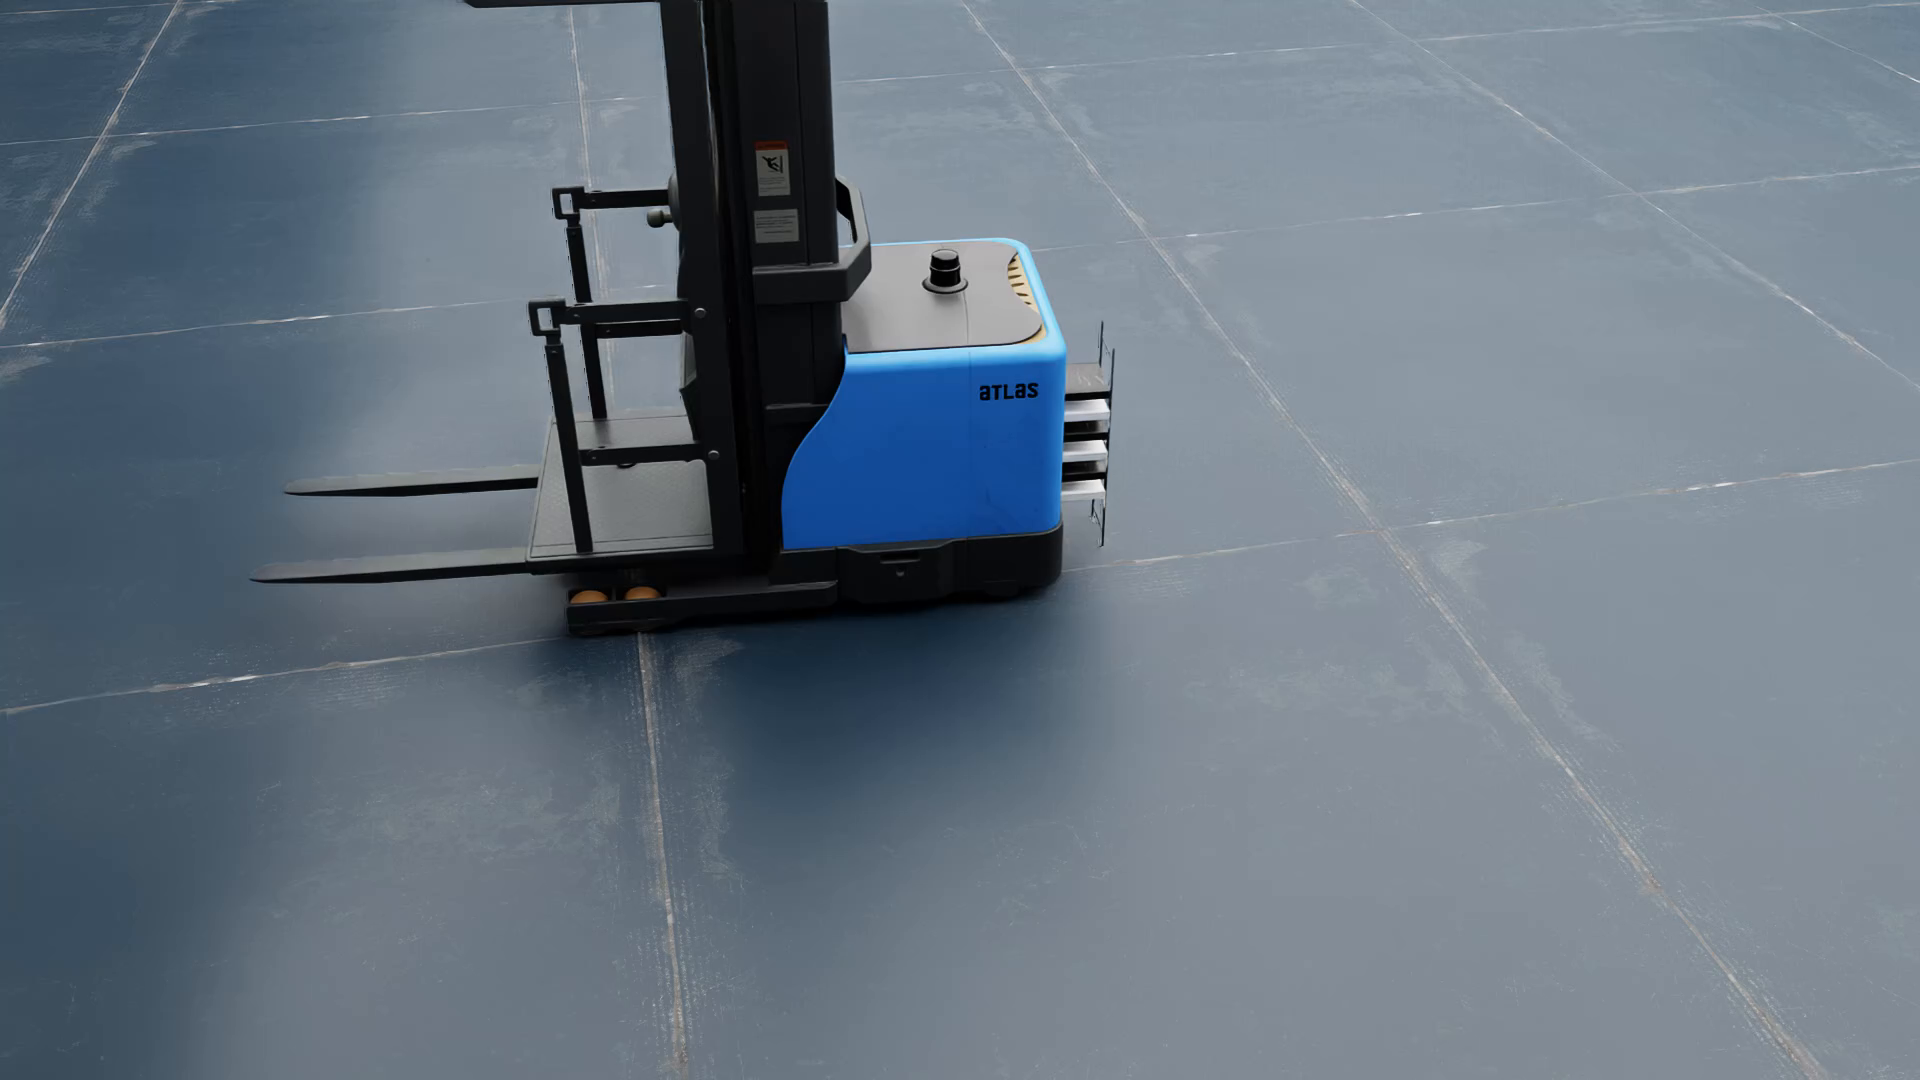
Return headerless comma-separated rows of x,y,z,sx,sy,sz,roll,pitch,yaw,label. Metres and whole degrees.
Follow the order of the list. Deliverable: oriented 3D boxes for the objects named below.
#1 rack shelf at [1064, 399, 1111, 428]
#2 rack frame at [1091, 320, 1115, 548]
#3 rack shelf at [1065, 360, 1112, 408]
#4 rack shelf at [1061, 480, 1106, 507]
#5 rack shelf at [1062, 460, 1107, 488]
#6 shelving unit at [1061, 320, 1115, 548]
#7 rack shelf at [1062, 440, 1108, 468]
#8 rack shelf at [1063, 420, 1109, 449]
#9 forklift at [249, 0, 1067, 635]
0.460,-0.522,6.458,0.200,0.077,0.258,-4,34,-6,rack shelf
0.561,-0.408,6.550,0.006,0.900,0.240,-4,34,-6,rack frame
0.460,-0.597,6.408,0.200,0.077,0.258,-4,34,-6,rack shelf
0.460,-0.224,6.658,0.200,0.077,0.258,-4,34,-6,rack shelf
0.460,-0.298,6.608,0.200,0.077,0.258,-4,34,-6,rack shelf
0.460,-0.401,6.540,0.210,0.900,0.258,-4,34,-6,shelving unit
0.460,-0.373,6.558,0.200,0.077,0.258,-4,34,-6,rack shelf
0.460,-0.448,6.508,0.200,0.077,0.258,-4,34,-6,rack shelf
-1.163,-1.175,5.870,3.031,2.935,1.130,-4,34,-6,forklift
